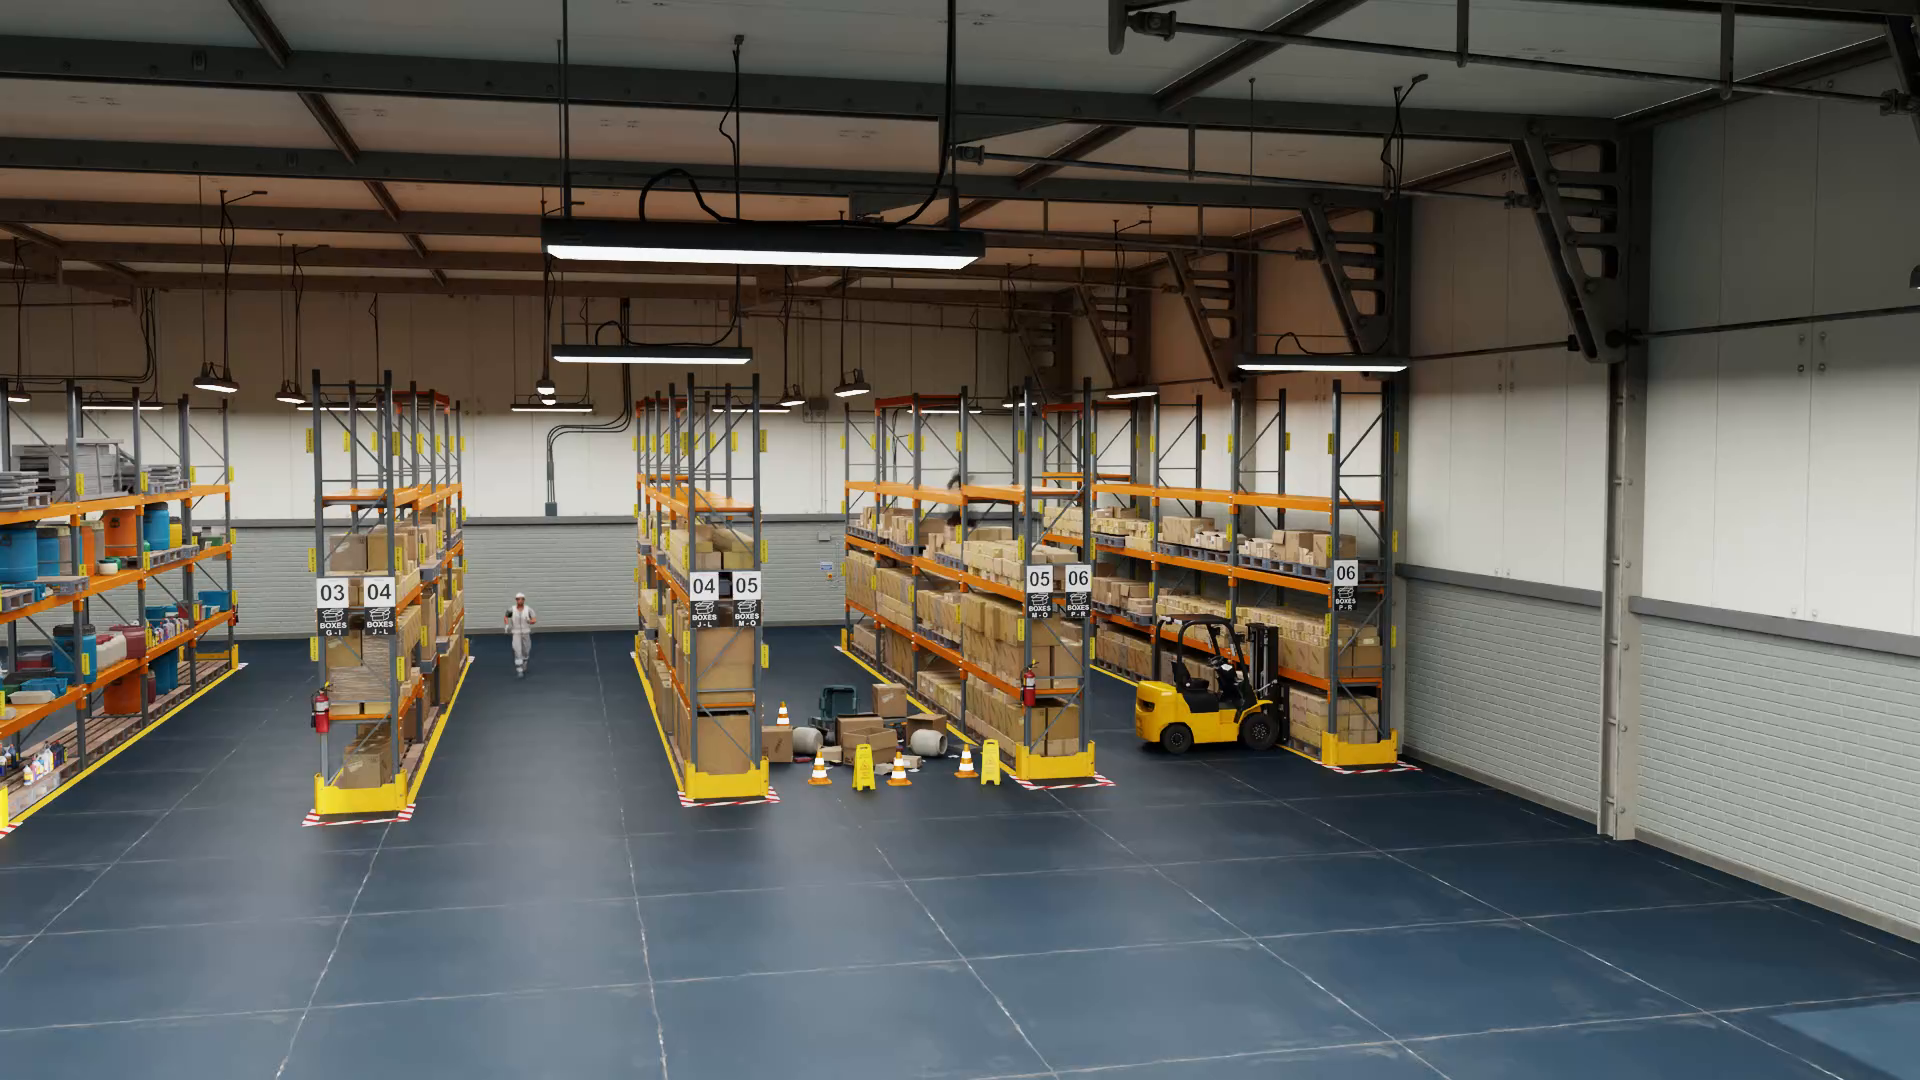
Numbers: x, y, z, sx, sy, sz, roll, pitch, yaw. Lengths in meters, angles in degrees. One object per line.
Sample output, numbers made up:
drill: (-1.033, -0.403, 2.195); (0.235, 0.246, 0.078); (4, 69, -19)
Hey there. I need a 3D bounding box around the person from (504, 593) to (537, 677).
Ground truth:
person: (-9.441, 2.022, 35.753); (0.662, 1.765, 1.003); (-1, 3, -20)
